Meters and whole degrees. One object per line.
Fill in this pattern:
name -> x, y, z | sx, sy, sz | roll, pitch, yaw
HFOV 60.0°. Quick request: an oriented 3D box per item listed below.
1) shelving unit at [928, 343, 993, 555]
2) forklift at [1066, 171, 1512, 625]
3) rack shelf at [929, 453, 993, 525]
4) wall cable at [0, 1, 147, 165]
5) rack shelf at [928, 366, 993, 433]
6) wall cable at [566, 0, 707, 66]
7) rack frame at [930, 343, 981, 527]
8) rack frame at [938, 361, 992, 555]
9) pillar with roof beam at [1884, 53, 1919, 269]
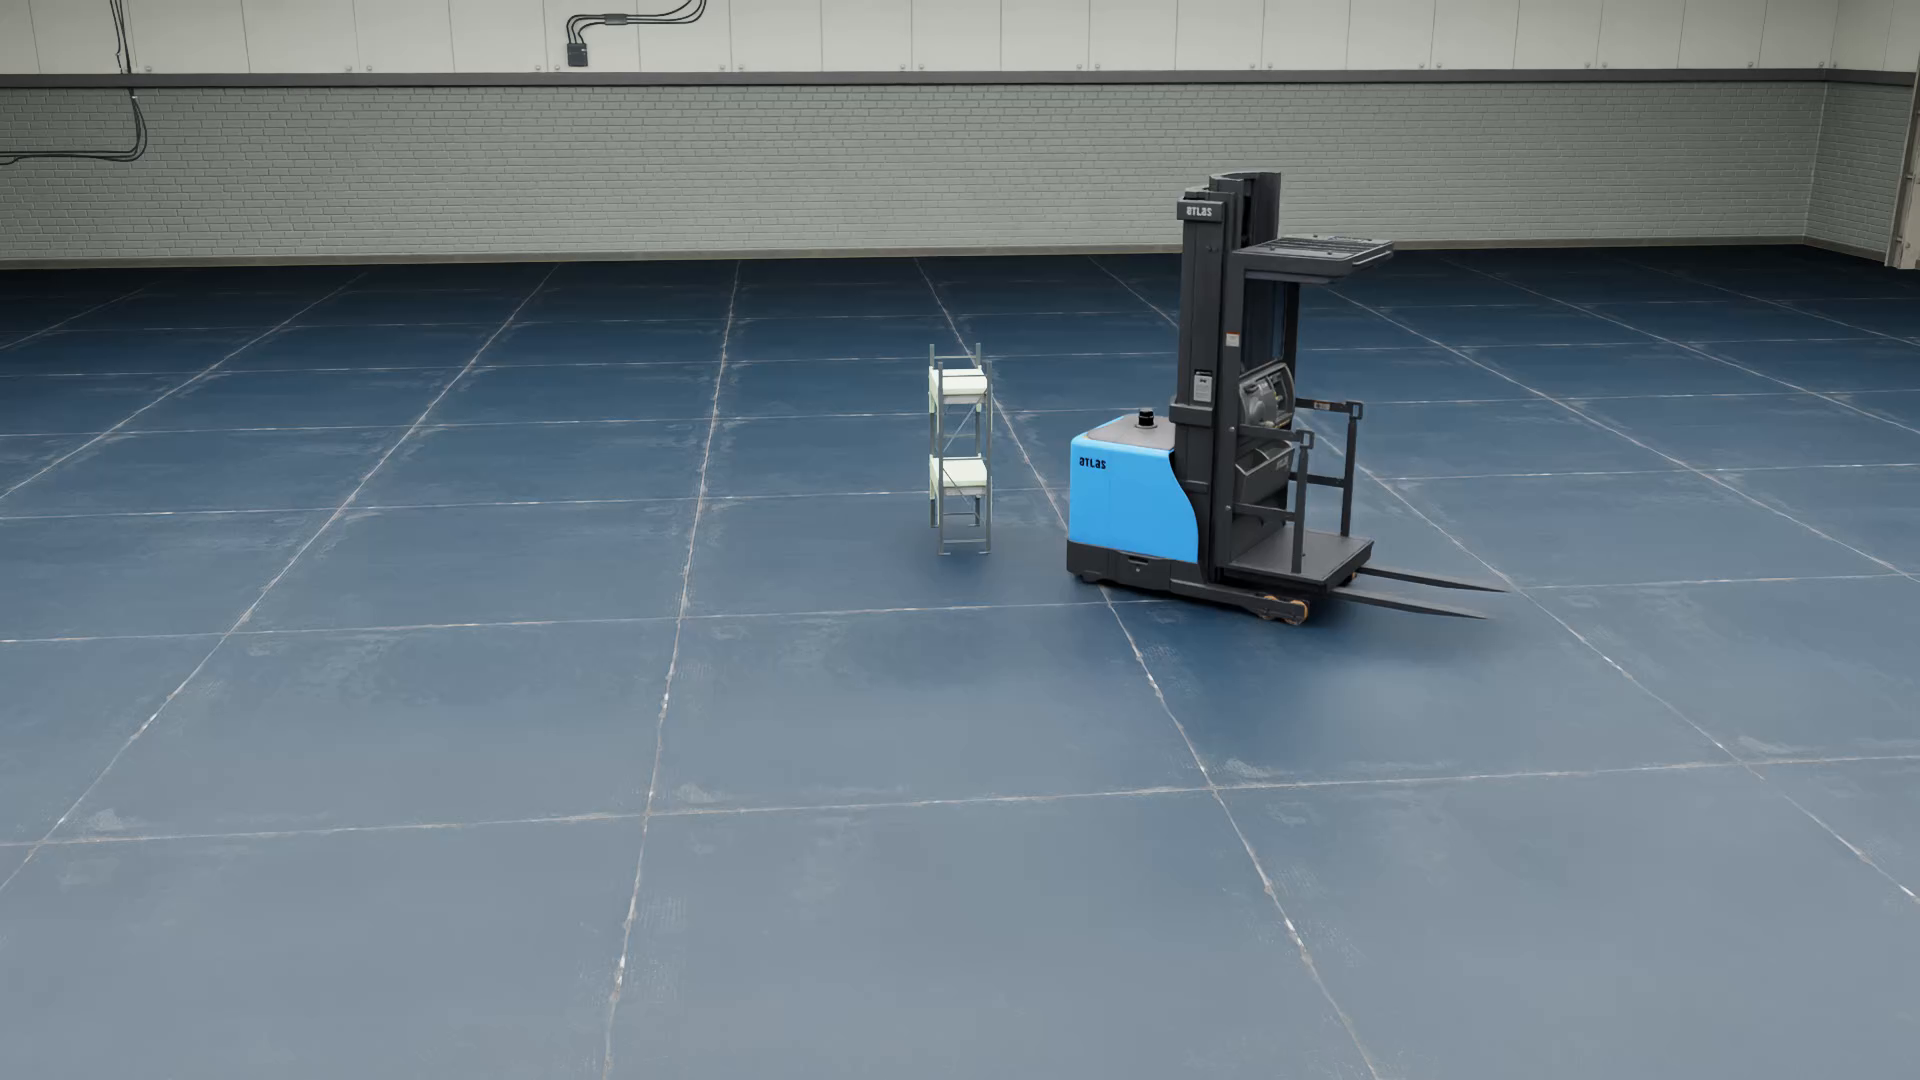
shelving unit -> -0.001, -0.718, 12.959 | 0.431, 1.500, 0.755 | -2, 18, -6
forklift -> 2.308, -1.000, 11.469 | 3.031, 2.935, 1.130 | 10, 20, 30
rack shelf -> -0.001, -0.407, 13.056 | 0.431, 0.370, 0.720 | -2, 18, -6
wall cable -> -14.717, -7.285, 26.541 | 3.097, 2.526, 0.112 | -2, 18, -6
rack shelf -> -0.001, -1.090, 12.842 | 0.431, 0.370, 0.720 | -2, 18, -6
wall cable -> -5.273, -10.677, 26.485 | 2.305, 6.003, 0.169 | -2, 18, -6
rack frame -> -0.038, -0.827, 13.306 | 0.400, 1.500, 0.023 | -2, 18, -6
rack frame -> 0.037, -0.609, 12.611 | 0.400, 1.500, 0.023 | -2, 18, -6
pillar with roof beam -> 11.322, -8.688, 25.826 | 9.100, 9.000, 0.400 | -2, 18, -6
